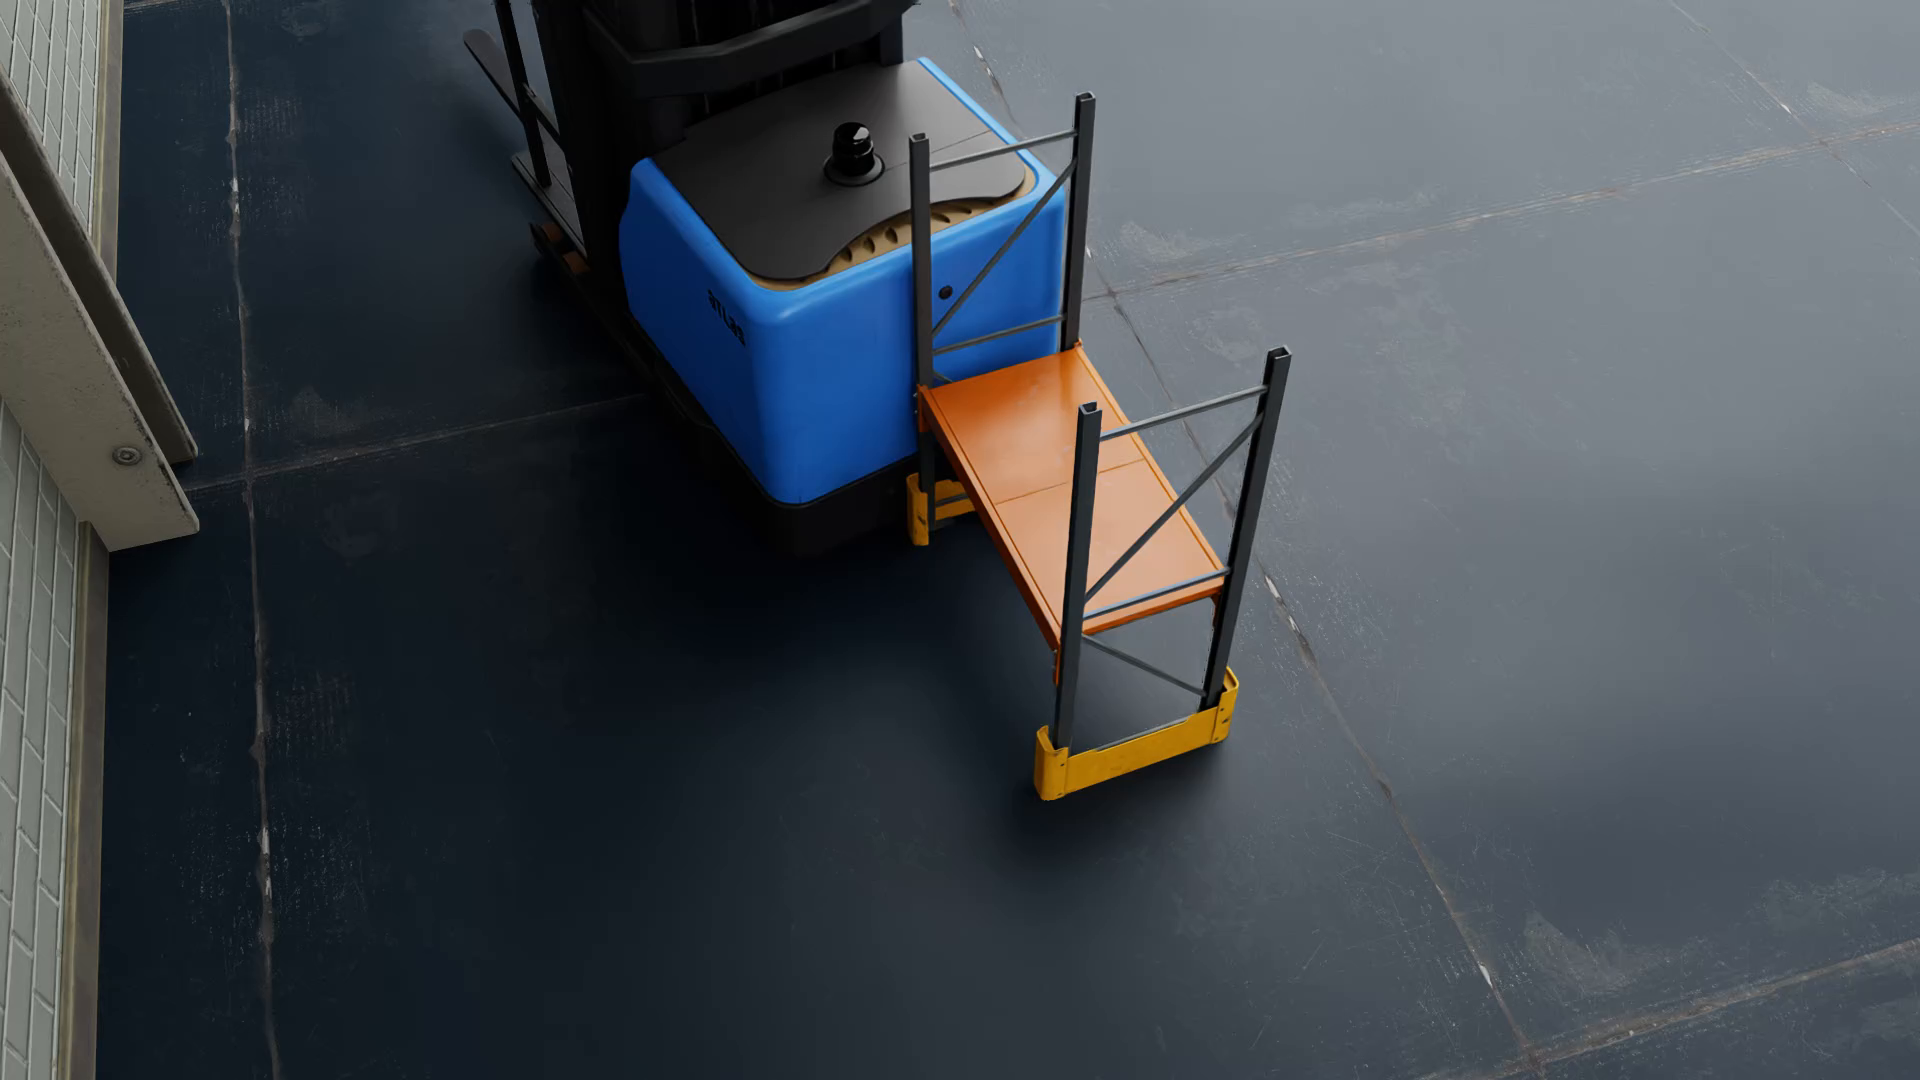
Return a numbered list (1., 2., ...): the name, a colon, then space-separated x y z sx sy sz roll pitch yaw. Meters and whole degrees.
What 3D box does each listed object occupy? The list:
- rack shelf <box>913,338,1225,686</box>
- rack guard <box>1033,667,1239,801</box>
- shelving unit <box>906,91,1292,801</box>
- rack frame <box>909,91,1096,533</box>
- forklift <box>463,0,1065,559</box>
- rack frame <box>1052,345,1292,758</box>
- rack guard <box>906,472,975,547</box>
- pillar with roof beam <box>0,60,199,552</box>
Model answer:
1. rack shelf: 0.299 -0.108 4.595 0.538 0.185 1.000 -17 52 -14
2. rack guard: 0.488 0.539 4.632 0.587 0.250 0.087 -17 52 -14
3. shelving unit: 0.303 -0.217 4.452 0.587 1.500 1.083 -17 52 -14
4. rack frame: 0.110 -0.584 4.761 0.500 1.500 0.032 -17 52 -14
5. forklift: -0.899 -2.000 5.019 1.130 2.935 3.031 -26 55 -20
6. rack frame: 0.489 0.137 4.153 0.500 1.500 0.032 -17 52 -14
7. rack guard: 0.117 -0.167 5.228 0.587 0.250 0.087 -17 52 -14
8. pillar with roof beam: 1.494 -4.008 2.743 9.100 9.000 0.400 -13 51 -11
